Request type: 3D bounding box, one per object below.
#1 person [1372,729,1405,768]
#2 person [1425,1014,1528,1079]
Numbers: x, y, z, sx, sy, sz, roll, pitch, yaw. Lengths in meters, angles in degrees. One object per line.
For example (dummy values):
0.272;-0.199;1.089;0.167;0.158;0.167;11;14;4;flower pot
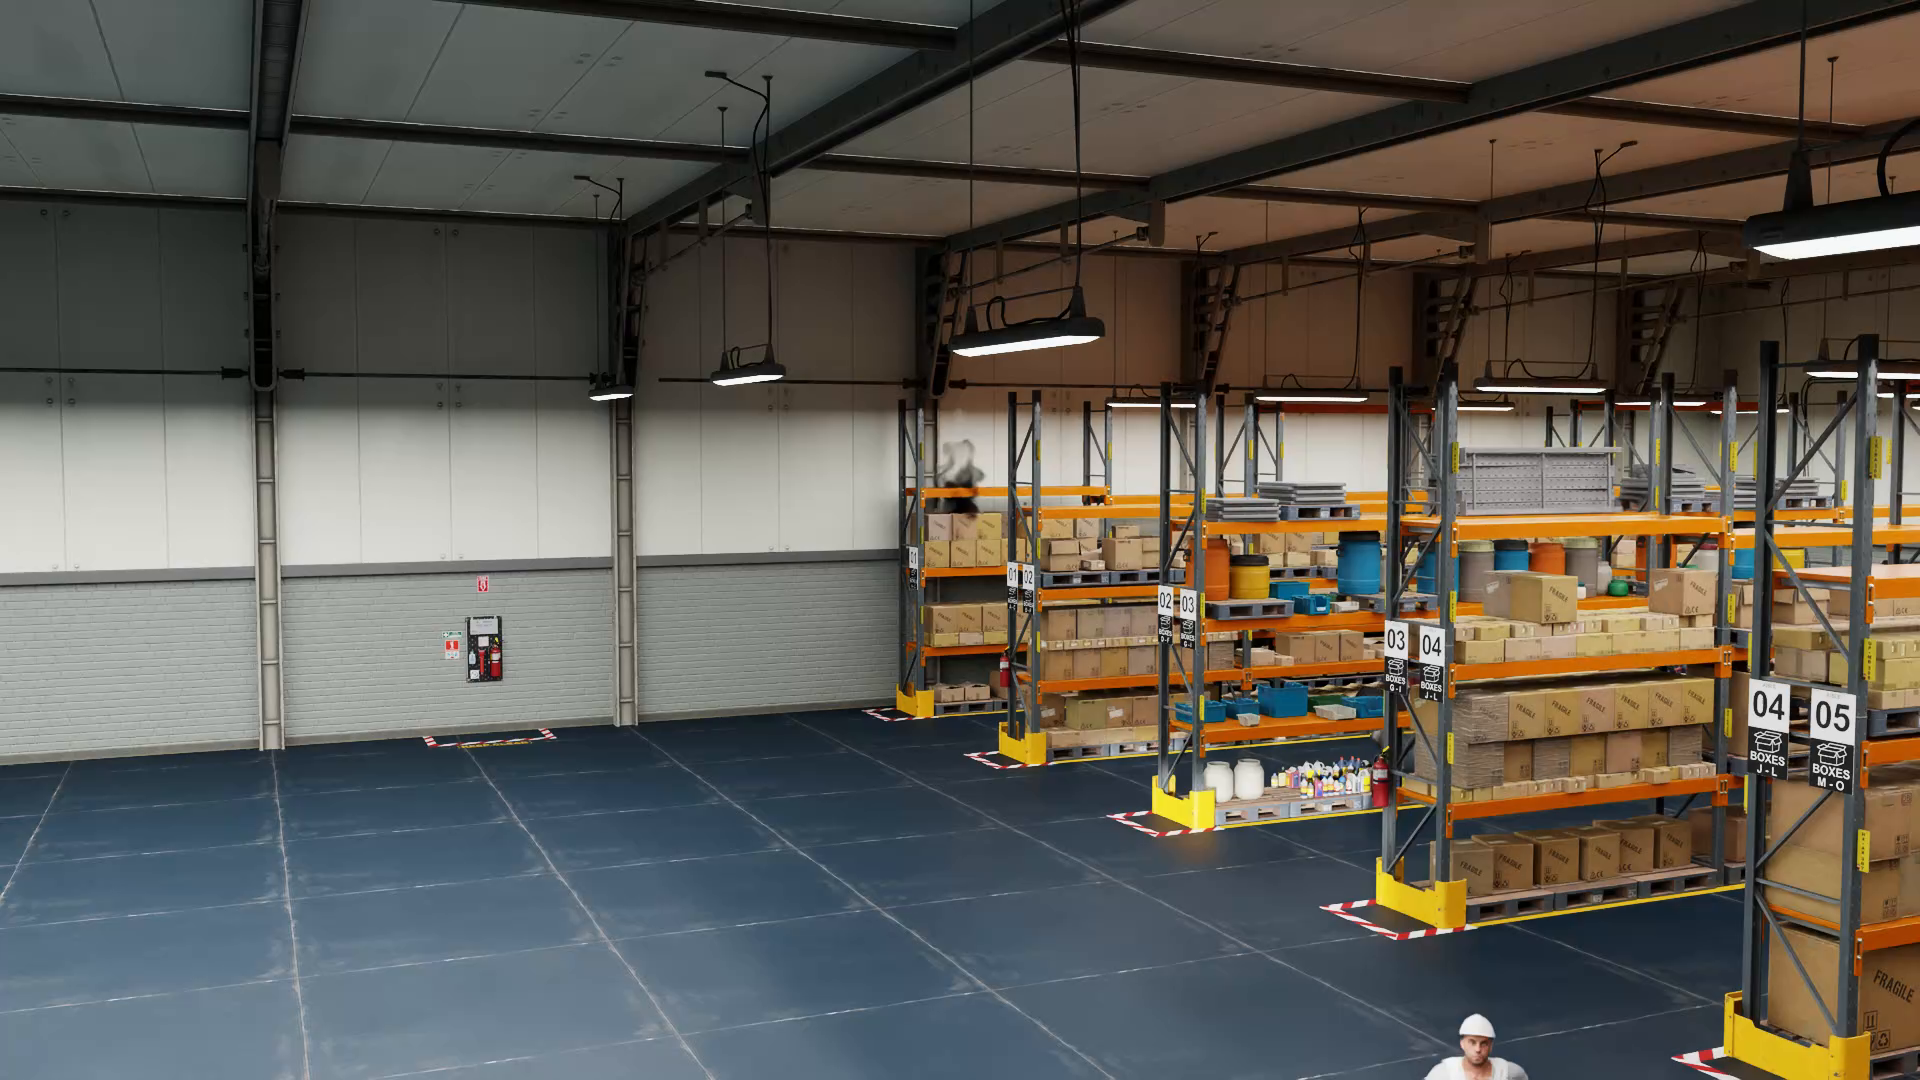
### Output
6.753;2.811;26.122;0.565;1.629;0.550;-2;4;-28;person
3.015;3.692;9.762;0.649;1.860;0.819;1;4;17;person
